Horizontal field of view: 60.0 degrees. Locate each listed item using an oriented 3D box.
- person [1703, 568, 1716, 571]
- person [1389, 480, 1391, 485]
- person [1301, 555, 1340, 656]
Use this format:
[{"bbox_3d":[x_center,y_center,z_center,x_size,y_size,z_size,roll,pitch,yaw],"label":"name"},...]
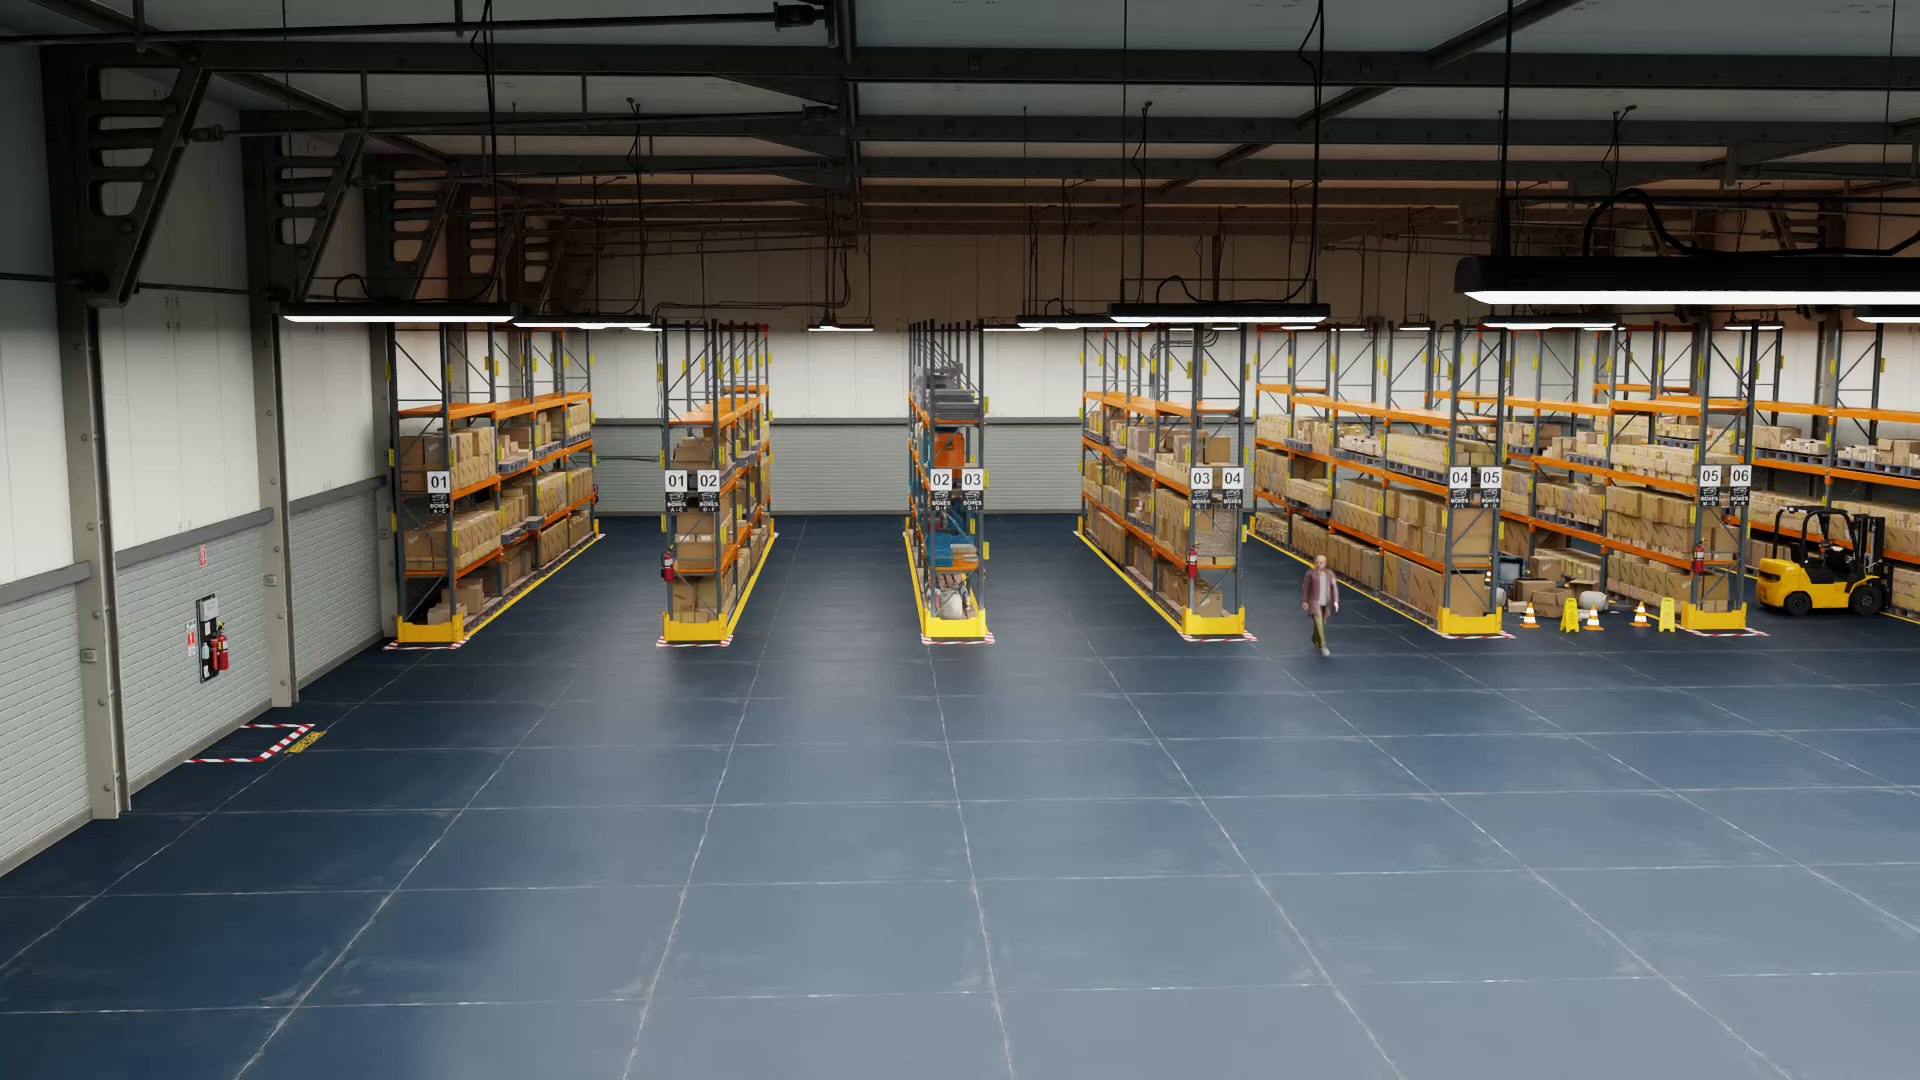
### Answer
[{"bbox_3d":[16.450,0.420,36.579,0.485,1.606,0.700,-2,7,-17],"label":"person"},{"bbox_3d":[12.363,-1.038,48.126,0.488,1.629,0.838,0,7,-2],"label":"person"},{"bbox_3d":[6.496,1.146,29.889,0.607,1.744,0.998,-1,7,-9],"label":"person"}]
